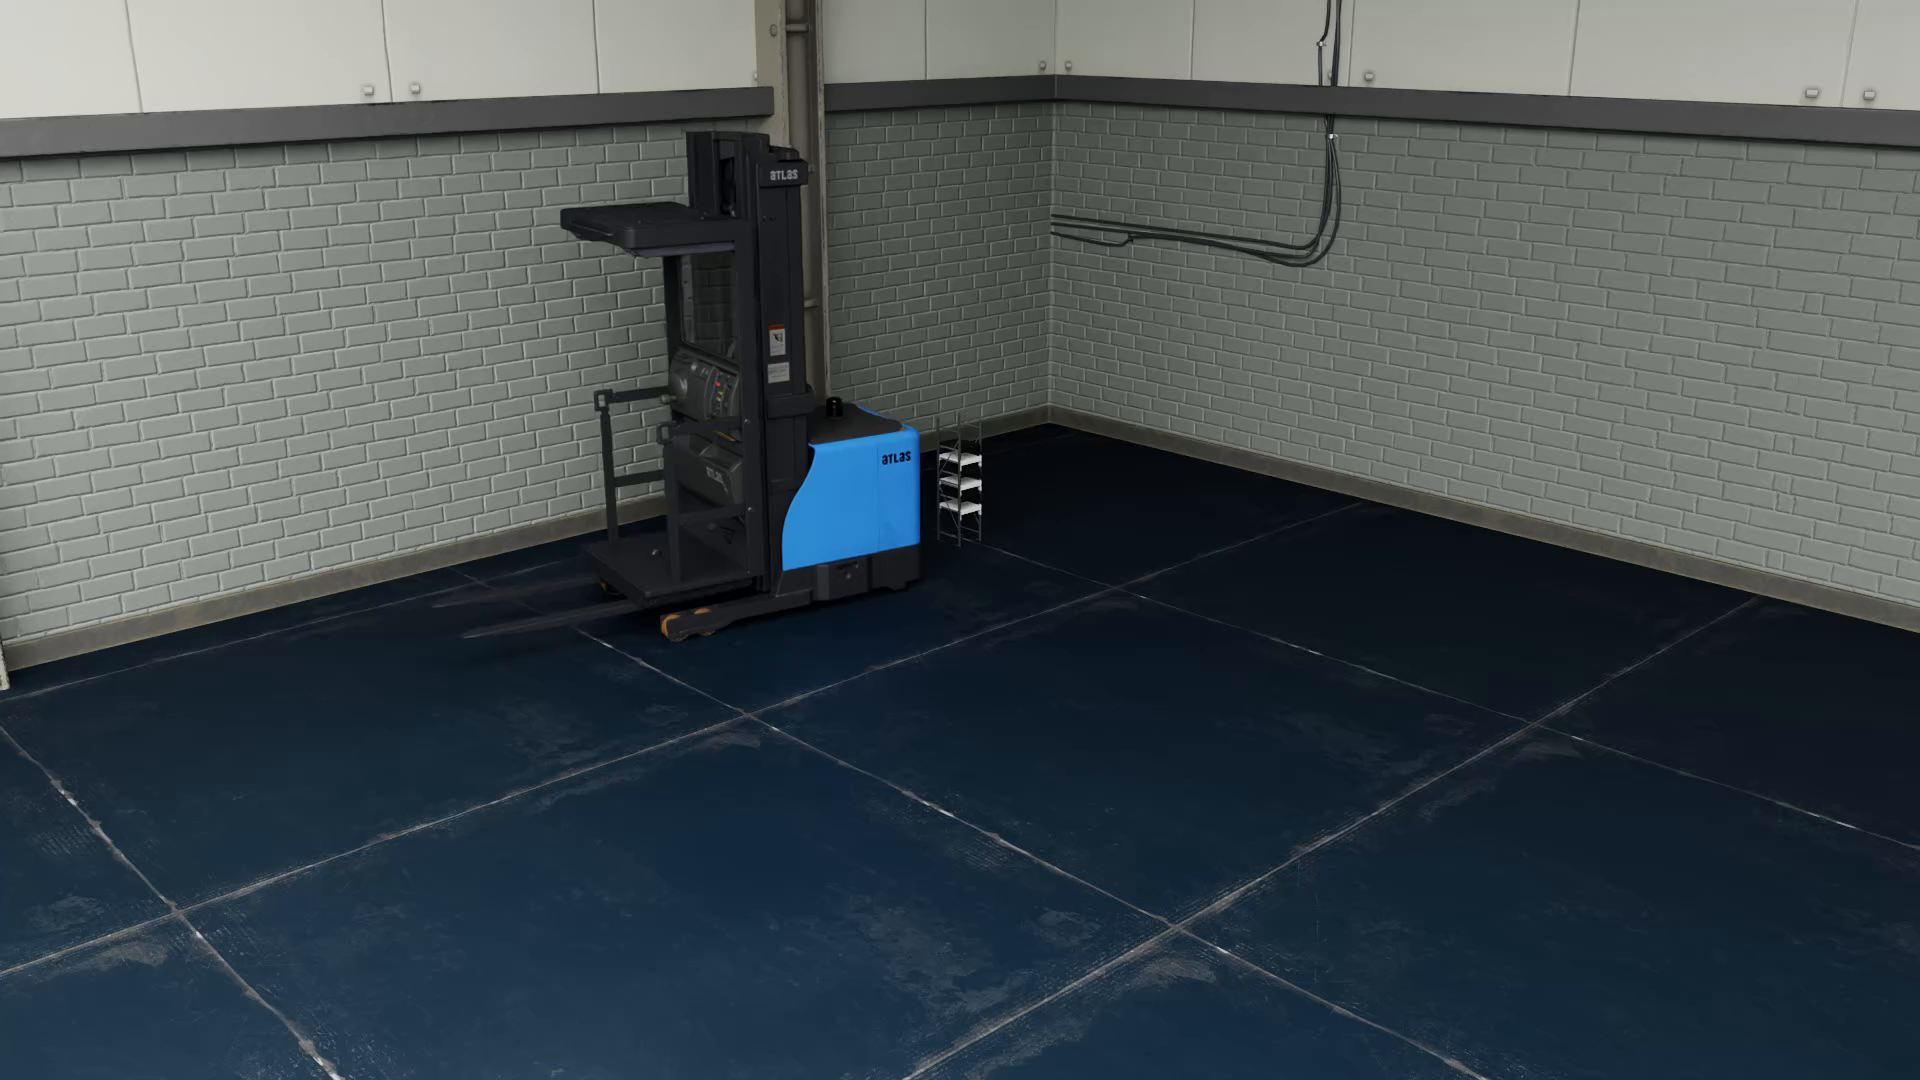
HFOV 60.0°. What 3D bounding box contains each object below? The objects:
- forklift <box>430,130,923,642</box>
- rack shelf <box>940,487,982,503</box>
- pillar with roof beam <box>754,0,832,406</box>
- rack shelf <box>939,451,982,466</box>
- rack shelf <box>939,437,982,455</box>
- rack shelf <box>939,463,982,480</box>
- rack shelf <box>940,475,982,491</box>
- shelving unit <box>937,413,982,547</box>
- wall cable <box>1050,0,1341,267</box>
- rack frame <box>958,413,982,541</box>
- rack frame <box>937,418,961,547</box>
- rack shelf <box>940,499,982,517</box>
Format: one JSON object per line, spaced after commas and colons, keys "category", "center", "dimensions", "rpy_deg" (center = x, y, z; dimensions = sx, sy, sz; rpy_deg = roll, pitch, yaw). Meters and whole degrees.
{"category": "forklift", "center": [-1.759, -0.962, 10.199], "dimensions": [3.031, 2.935, 1.130], "rpy_deg": [-11, 21, -31]}
{"category": "rack shelf", "center": [-0.006, -0.309, 11.879], "dimensions": [0.200, 0.077, 0.258], "rpy_deg": [-16, 24, -41]}
{"category": "pillar with roof beam", "center": [1.701, -3.743, 8.939], "dimensions": [0.400, 9.000, 9.100], "rpy_deg": [-16, 24, -41]}
{"category": "rack shelf", "center": [-0.006, -0.566, 11.795], "dimensions": [0.200, 0.077, 0.258], "rpy_deg": [-16, 24, -41]}
{"category": "rack shelf", "center": [-0.006, -0.651, 11.768], "dimensions": [0.200, 0.077, 0.258], "rpy_deg": [-16, 24, -41]}
{"category": "rack shelf", "center": [-0.006, -0.480, 11.823], "dimensions": [0.200, 0.077, 0.258], "rpy_deg": [-16, 24, -41]}
{"category": "rack shelf", "center": [-0.006, -0.395, 11.851], "dimensions": [0.200, 0.077, 0.258], "rpy_deg": [-16, 24, -41]}
{"category": "shelving unit", "center": [-0.006, -0.426, 11.841], "dimensions": [0.210, 0.900, 0.258], "rpy_deg": [-16, 24, -41]}
{"category": "wall cable", "center": [1.792, -3.559, 13.405], "dimensions": [0.112, 2.526, 3.097], "rpy_deg": [-16, 24, -41]}
{"category": "rack frame", "center": [0.068, -0.448, 11.907], "dimensions": [0.006, 0.900, 0.240], "rpy_deg": [-16, 24, -41]}
{"category": "rack frame", "center": [-0.080, -0.405, 11.774], "dimensions": [0.006, 0.900, 0.240], "rpy_deg": [-16, 24, -41]}
{"category": "rack shelf", "center": [-0.006, -0.223, 11.906], "dimensions": [0.200, 0.077, 0.258], "rpy_deg": [-16, 24, -41]}
